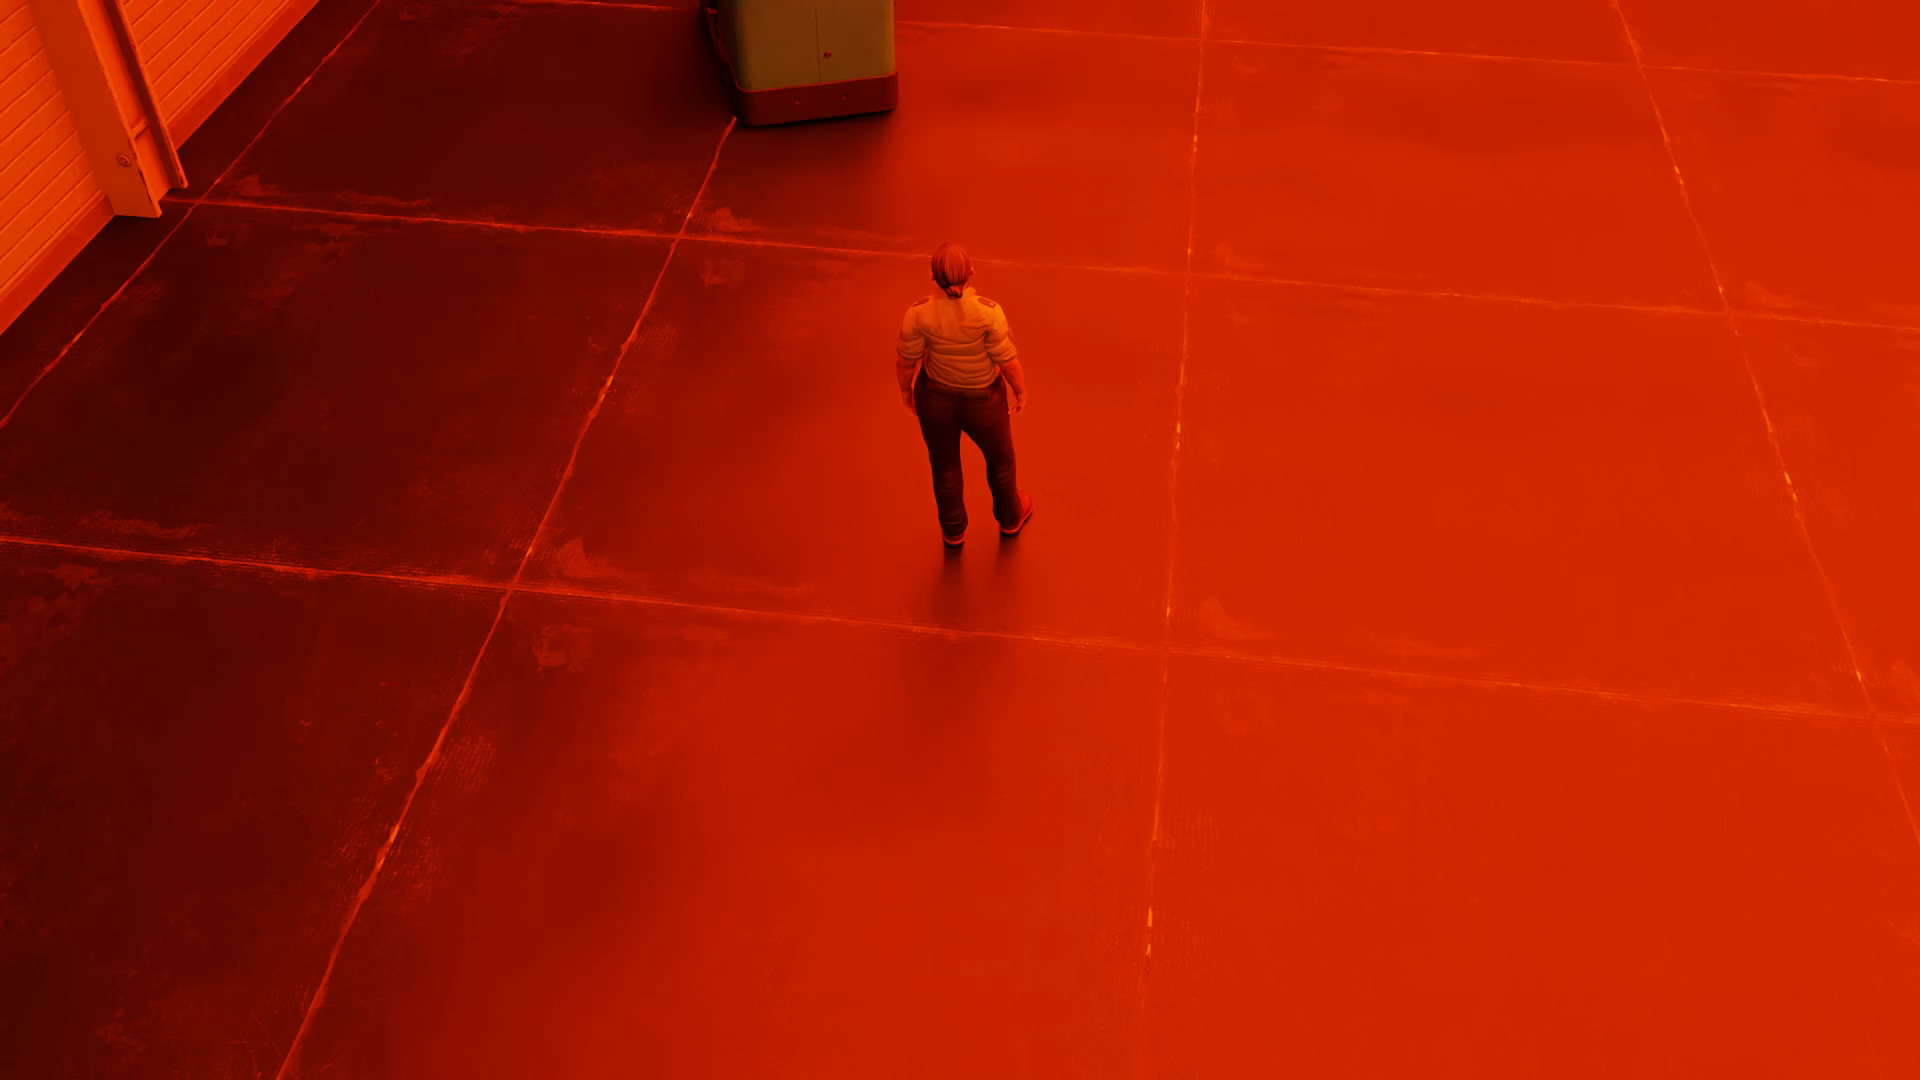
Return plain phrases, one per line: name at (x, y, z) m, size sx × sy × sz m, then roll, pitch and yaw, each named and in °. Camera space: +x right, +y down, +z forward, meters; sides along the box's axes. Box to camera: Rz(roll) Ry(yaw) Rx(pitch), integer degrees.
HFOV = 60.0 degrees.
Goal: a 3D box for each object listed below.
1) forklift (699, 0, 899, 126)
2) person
forklift at (-1.250, -4.751, 10.896) m, size 1.130 × 2.935 × 3.031 m, roll -9°, pitch 43°, yaw -10°
person at (0.035, -0.670, 7.392) m, size 0.598 × 1.651 × 0.502 m, roll 5°, pitch 43°, yaw 6°
